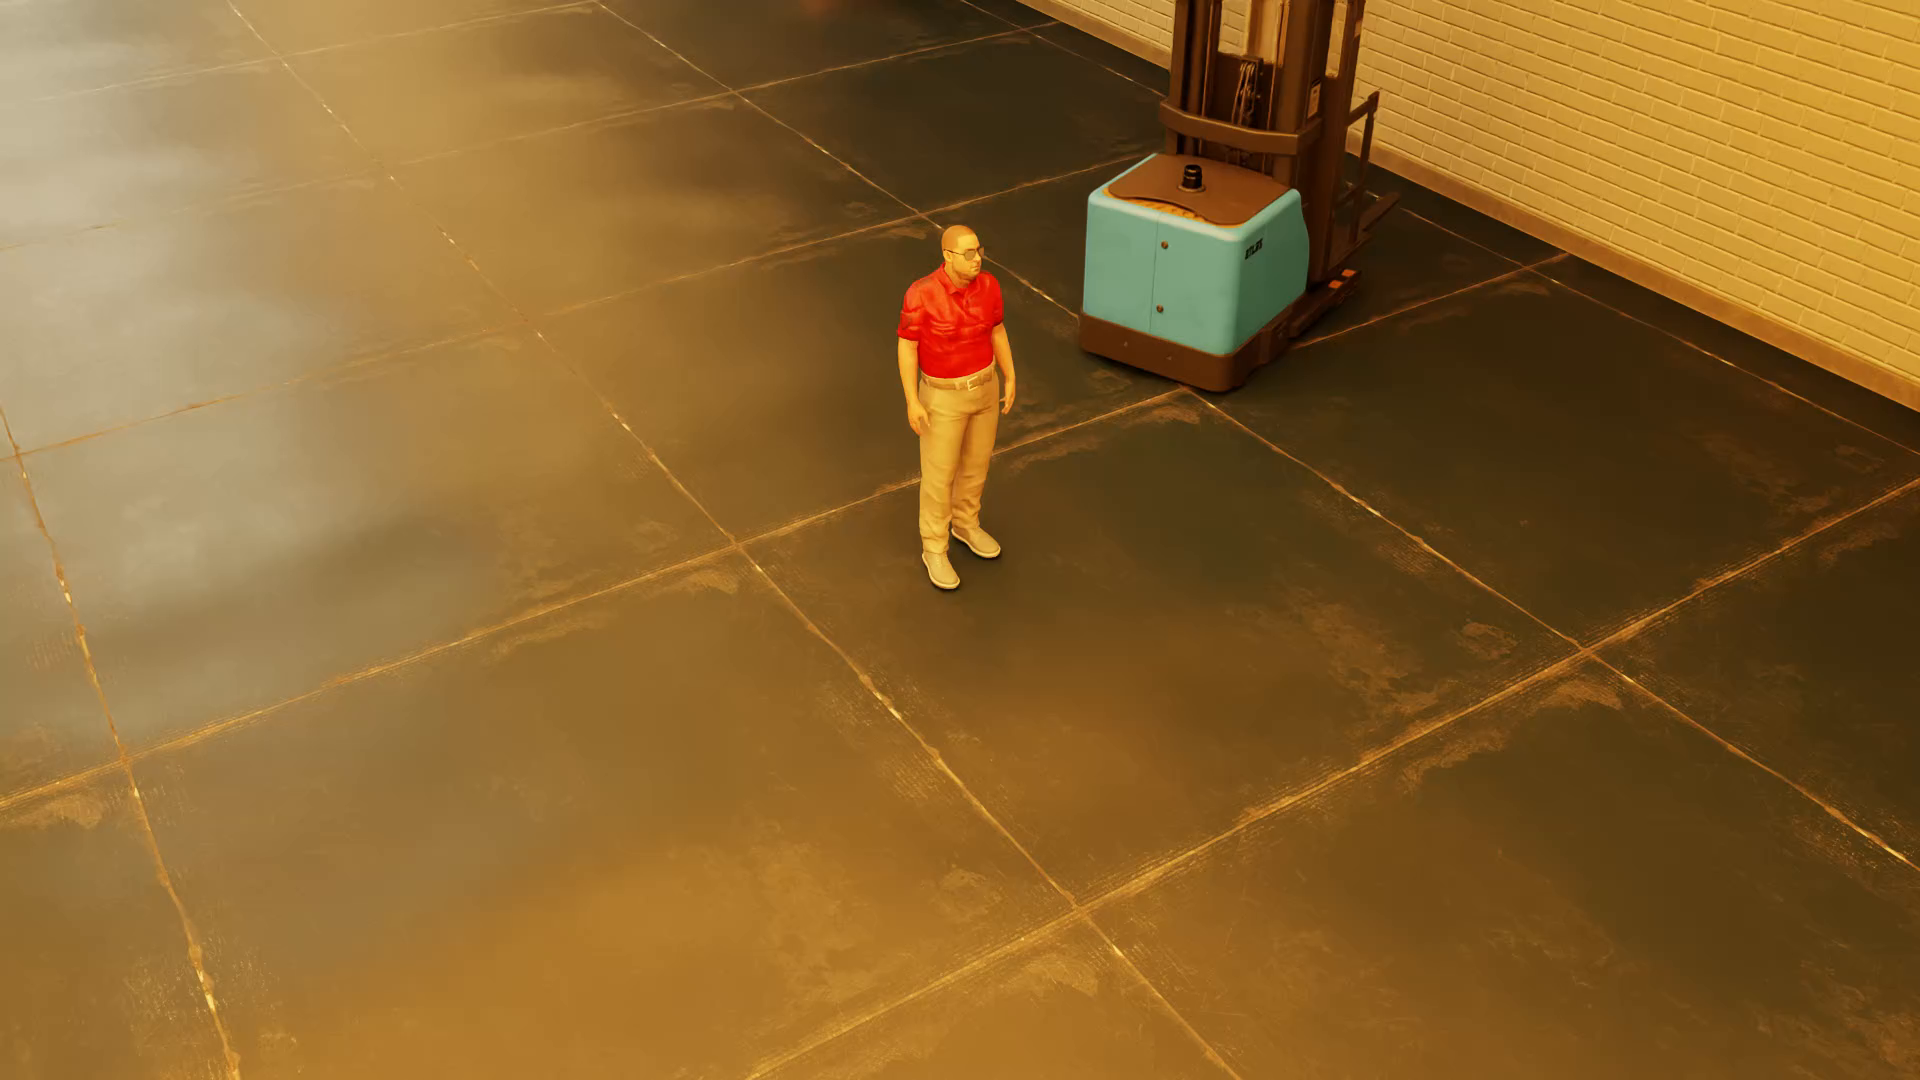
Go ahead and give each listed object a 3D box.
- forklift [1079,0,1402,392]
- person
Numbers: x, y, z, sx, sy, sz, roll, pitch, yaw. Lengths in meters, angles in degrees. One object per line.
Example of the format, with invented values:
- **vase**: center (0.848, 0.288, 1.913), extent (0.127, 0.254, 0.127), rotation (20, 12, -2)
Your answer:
- **forklift**: center (1.995, -2.875, 10.240), extent (1.130, 2.935, 3.031), rotation (22, 41, 28)
- **person**: center (0.039, -0.667, 8.129), extent (0.641, 1.728, 0.550), rotation (-21, 40, -27)
